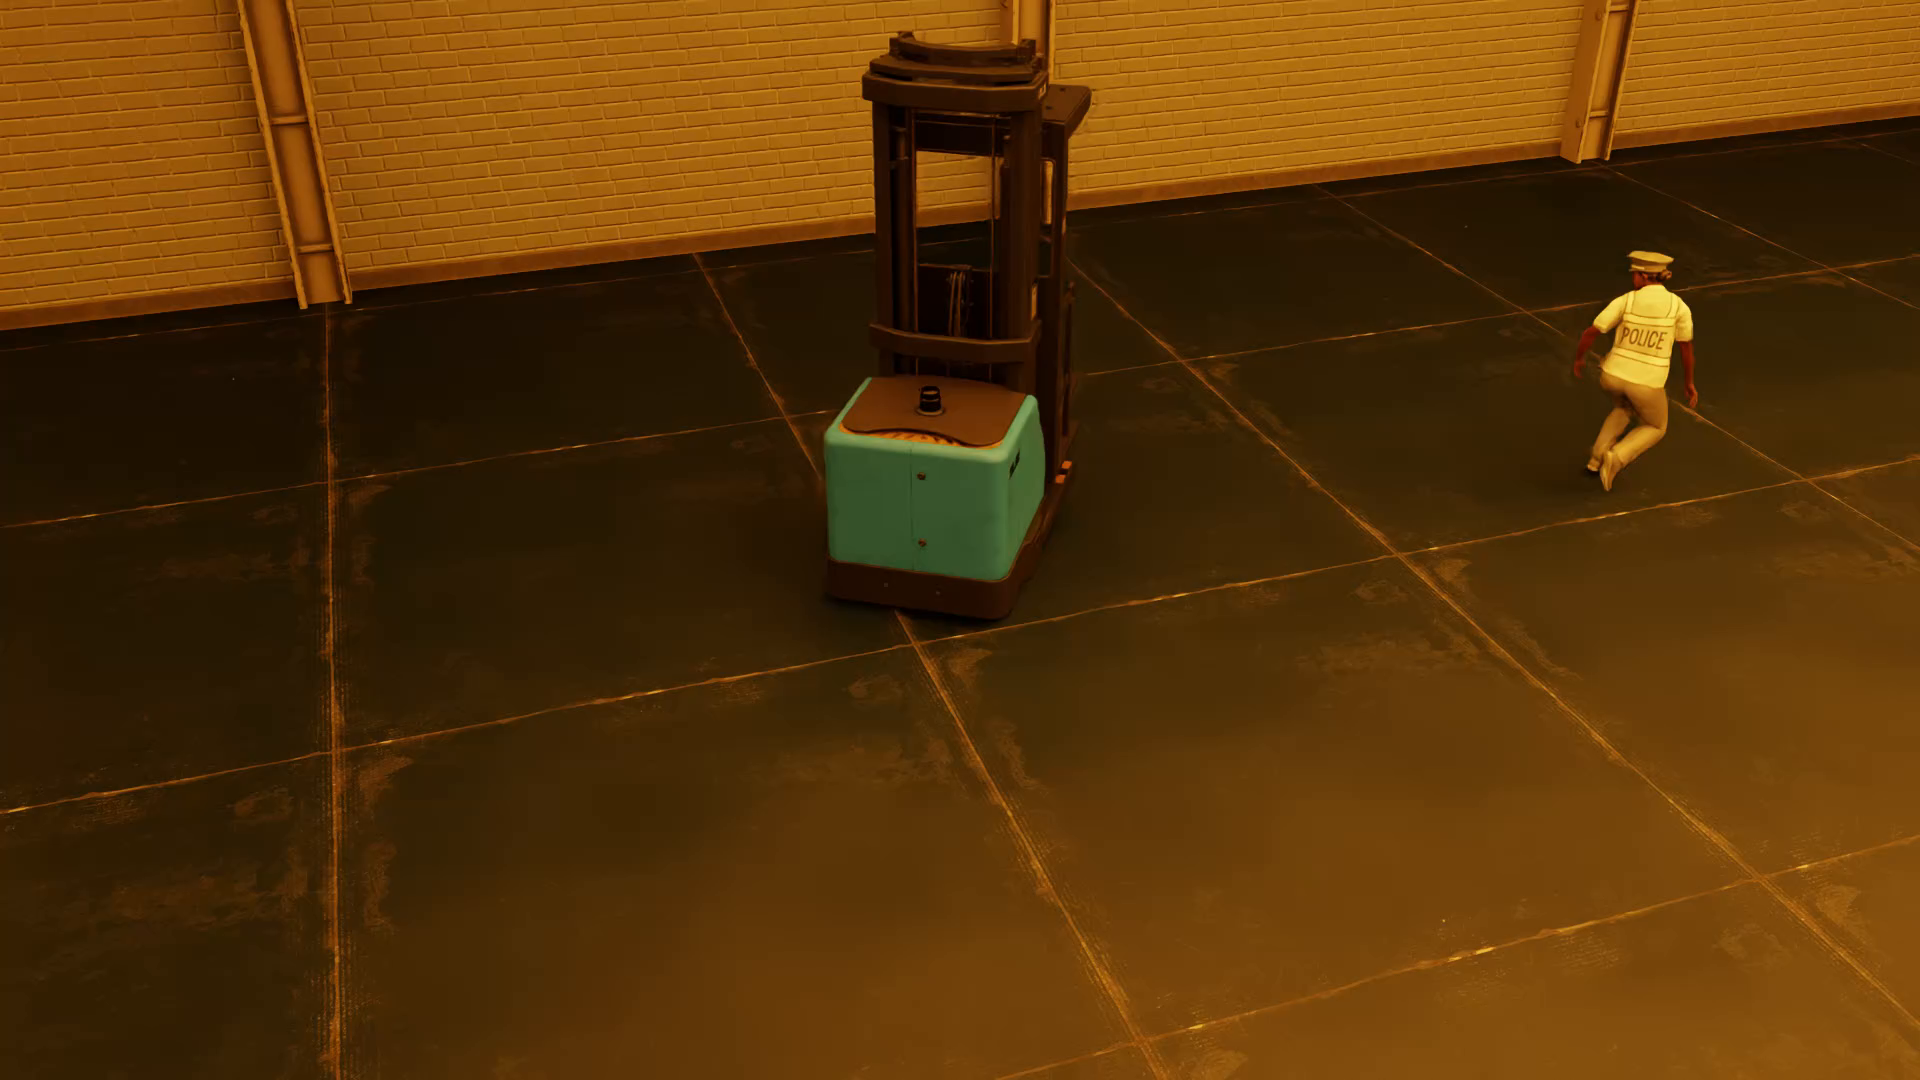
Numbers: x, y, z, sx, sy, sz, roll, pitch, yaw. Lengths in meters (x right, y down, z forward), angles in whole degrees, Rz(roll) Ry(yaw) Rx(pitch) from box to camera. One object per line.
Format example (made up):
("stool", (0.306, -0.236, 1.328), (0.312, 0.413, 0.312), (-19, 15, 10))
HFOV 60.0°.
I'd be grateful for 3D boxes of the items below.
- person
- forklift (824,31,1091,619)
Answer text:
("person", (4.210, -1.043, 10.407), (0.746, 1.455, 0.619), (21, 36, 32))
("forklift", (0.119, -1.557, 9.794), (1.130, 2.935, 3.031), (7, 31, 13))
